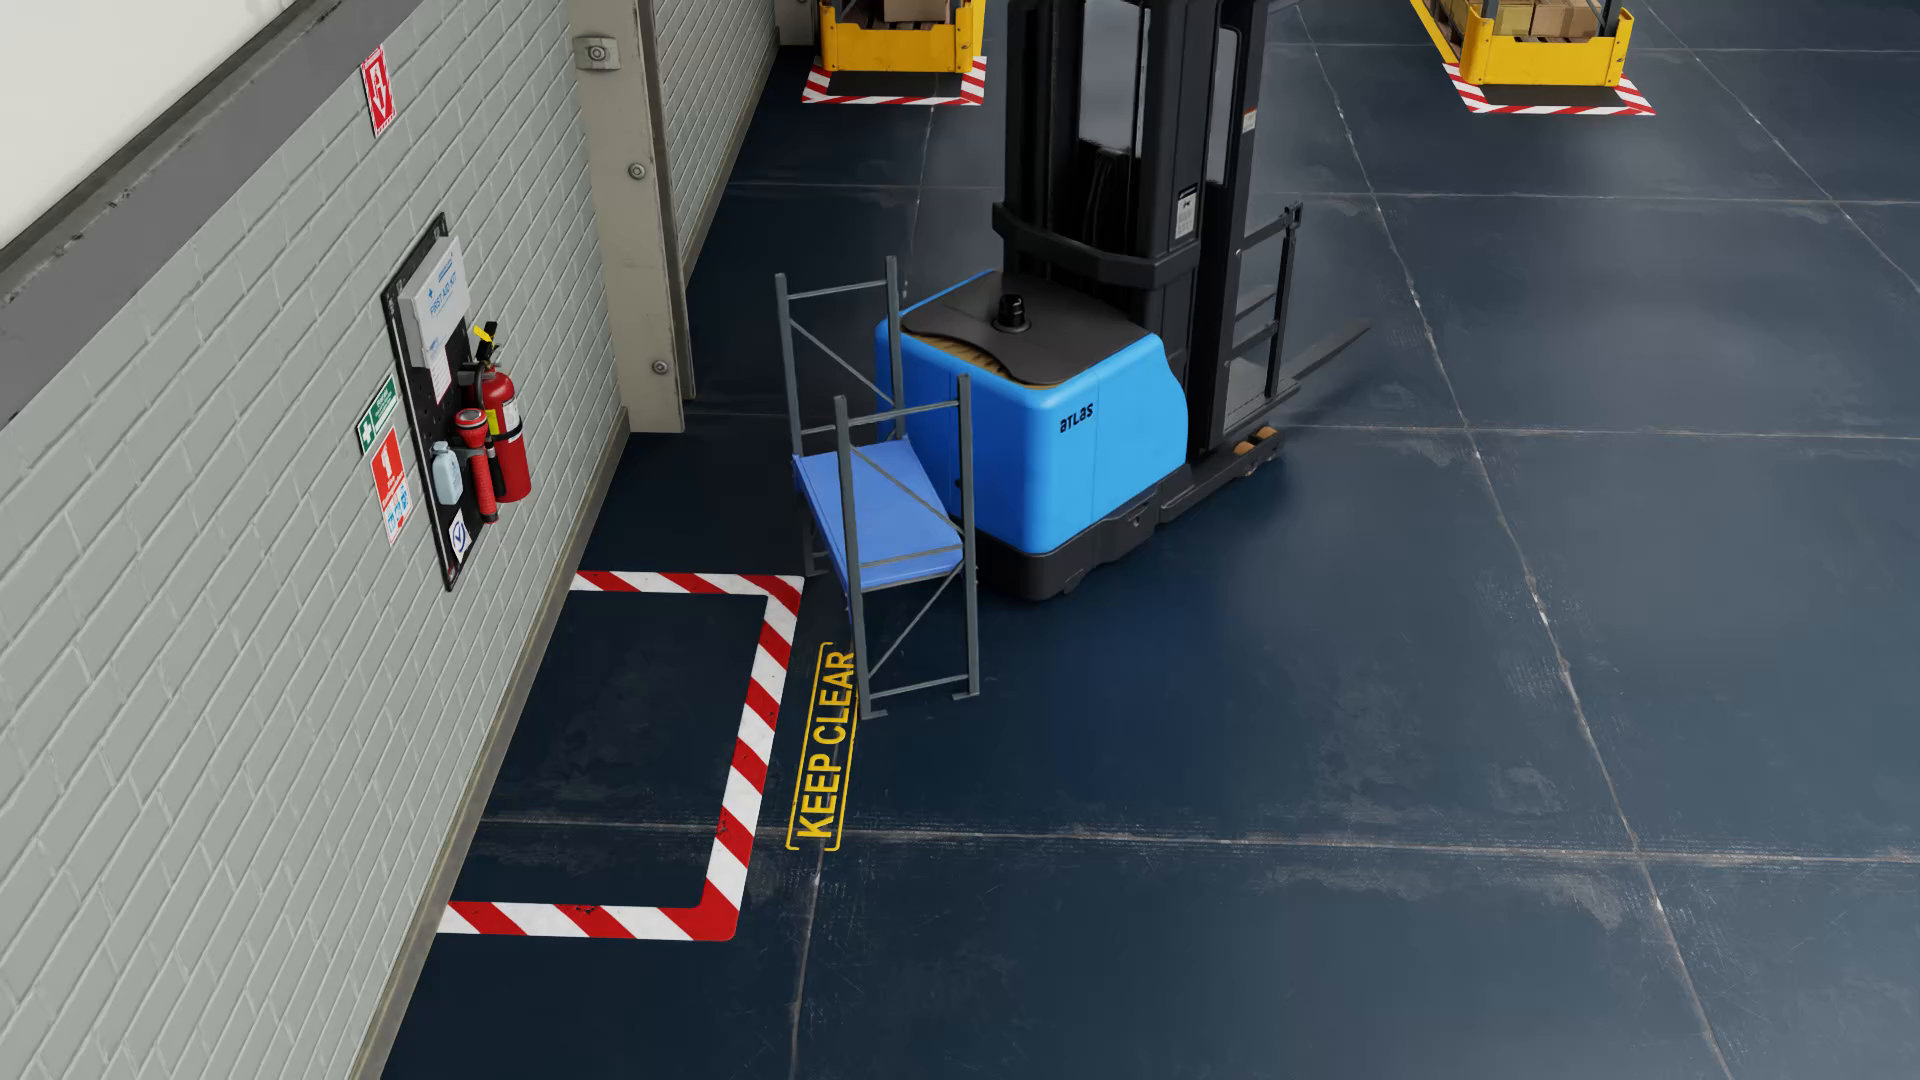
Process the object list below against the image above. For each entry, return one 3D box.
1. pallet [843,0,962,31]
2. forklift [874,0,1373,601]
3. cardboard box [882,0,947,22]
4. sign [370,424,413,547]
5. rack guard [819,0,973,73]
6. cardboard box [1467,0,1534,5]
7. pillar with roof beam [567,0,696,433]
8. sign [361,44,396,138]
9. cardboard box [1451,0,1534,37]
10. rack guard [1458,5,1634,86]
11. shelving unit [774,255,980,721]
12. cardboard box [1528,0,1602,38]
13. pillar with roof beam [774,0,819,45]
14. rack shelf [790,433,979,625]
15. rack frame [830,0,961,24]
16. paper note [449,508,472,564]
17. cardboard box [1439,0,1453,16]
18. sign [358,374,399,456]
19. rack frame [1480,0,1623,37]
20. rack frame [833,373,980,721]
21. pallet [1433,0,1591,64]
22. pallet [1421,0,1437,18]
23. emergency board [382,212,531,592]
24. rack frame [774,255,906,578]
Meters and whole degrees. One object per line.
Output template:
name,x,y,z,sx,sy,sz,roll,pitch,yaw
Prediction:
pallet,-0.420,-4.289,13.669,1.003,0.211,1.213,1,35,2
forklift,0.977,-1.694,7.611,1.130,2.935,3.031,28,44,34
cardboard box,-0.373,-4.396,13.351,0.500,0.311,0.500,-2,35,-3
sign,-1.830,-0.176,5.360,0.001,0.329,0.234,1,35,2
rack guard,-0.488,-3.941,12.923,1.175,0.500,0.348,1,35,2
cardboard box,4.183,-4.477,12.885,0.500,0.500,0.500,1,35,2
pillar with roof beam,2.734,-4.250,5.971,9.100,9.000,0.400,1,35,2
sign,-1.805,-1.422,5.149,0.001,0.298,0.199,1,35,2
cardboard box,4.186,-4.170,13.100,0.500,0.250,0.500,1,35,2
rack guard,4.458,-3.771,12.682,1.175,0.500,0.348,1,35,2
shelving unit,-0.333,-0.215,6.738,0.538,1.500,1.048,-11,37,-13
cardboard box,4.703,-4.158,13.083,0.500,0.250,0.500,1,35,2
pillar with roof beam,2.975,-7.697,10.876,9.100,9.000,0.400,1,35,2
rack shelf,-0.328,-0.068,6.843,0.538,0.185,1.000,-11,37,-13
rack frame,-0.491,-4.920,12.142,1.000,3.000,0.127,1,35,2
paper note,-1.781,-0.016,5.930,0.016,0.148,0.142,1,35,2
cardboard box,4.194,-4.457,13.510,0.500,0.250,0.500,1,35,2
sign,-1.821,-0.395,5.211,0.001,0.109,0.331,1,35,2
rack frame,4.459,-4.808,11.982,1.000,3.000,0.127,1,35,2
rack frame,-0.185,0.065,6.341,0.500,1.500,0.032,-11,37,-13
pallet,4.448,-4.107,13.411,1.003,0.211,1.213,1,35,2
pallet,4.500,-4.807,14.405,1.003,0.211,1.213,1,35,2
emergency board,-1.705,-0.476,5.819,0.194,1.169,0.643,1,35,2
rack frame,-0.481,-0.494,7.136,0.500,1.500,0.032,-11,37,-13
